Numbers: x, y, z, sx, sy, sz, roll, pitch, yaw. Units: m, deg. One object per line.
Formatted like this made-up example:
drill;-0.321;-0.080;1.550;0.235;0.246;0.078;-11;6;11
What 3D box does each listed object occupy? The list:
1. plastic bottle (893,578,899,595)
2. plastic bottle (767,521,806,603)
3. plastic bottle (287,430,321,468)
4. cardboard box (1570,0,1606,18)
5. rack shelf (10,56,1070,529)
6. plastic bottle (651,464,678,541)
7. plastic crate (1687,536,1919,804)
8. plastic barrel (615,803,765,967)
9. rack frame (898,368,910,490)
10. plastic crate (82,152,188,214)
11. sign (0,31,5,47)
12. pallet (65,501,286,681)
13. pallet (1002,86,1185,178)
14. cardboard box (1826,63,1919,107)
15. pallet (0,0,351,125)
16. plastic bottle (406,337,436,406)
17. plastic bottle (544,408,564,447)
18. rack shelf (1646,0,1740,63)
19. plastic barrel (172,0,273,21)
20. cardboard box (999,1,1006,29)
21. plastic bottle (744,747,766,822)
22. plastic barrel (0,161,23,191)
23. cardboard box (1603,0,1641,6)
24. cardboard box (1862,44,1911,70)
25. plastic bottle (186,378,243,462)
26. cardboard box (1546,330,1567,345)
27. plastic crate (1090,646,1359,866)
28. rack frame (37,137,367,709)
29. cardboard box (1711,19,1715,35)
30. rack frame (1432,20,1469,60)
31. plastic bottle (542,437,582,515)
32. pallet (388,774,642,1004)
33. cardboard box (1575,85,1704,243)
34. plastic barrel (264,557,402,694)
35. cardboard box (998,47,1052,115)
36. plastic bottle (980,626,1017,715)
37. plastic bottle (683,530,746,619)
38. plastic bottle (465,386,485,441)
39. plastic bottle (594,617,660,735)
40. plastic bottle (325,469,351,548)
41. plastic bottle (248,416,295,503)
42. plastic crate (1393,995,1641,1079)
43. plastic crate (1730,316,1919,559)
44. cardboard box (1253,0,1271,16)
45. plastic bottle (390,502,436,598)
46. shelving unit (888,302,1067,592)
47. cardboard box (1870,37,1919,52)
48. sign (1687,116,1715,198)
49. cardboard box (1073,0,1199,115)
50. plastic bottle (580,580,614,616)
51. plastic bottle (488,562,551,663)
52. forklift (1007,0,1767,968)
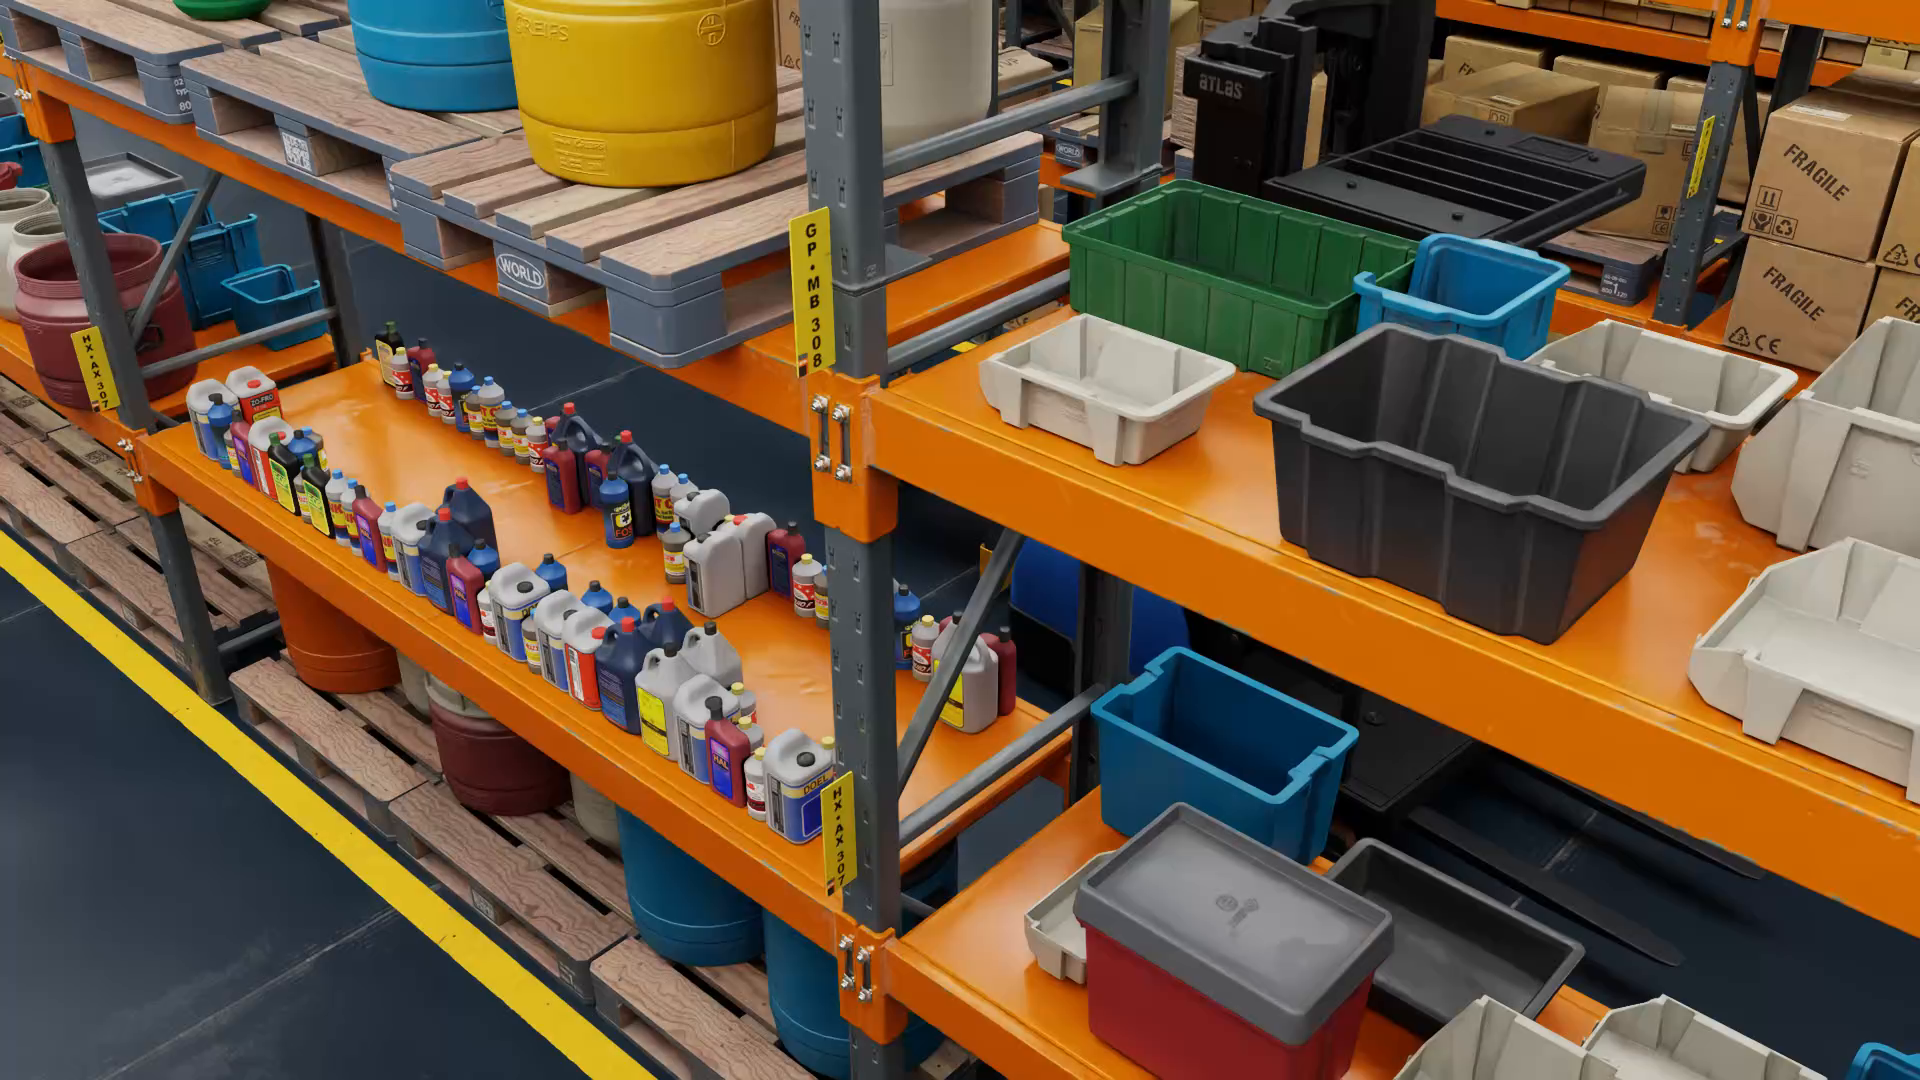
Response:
plastic bottle;-0.272;0.224;5.089;0.135;0.276;0.152;25;39;35
plastic bottle;-0.558;0.056;5.361;0.133;0.283;0.061;25;39;35
plastic bottle;-2.324;-0.265;5.906;0.097;0.271;0.097;0;31;0
cardboard box;4.646;-3.926;12.088;0.250;0.149;0.380;26;40;36
rack shelf;-1.397;-1.065;4.900;4.000;0.370;1.077;25;39;35
plastic bottle;-0.999;-0.132;5.686;0.097;0.271;0.097;0;31;0
plastic crate;1.354;0.196;2.364;0.530;0.136;0.437;25;39;35
plastic barrel;-0.831;0.883;5.502;0.708;0.901;0.600;25;39;35
rack frame;-0.440;-0.848;8.204;0.032;1.500;0.500;25;39;35
plastic crate;-3.872;-1.484;7.745;0.583;0.464;0.402;25;39;35
sign;-3.243;-1.808;5.538;0.005;0.325;0.100;25;39;35
pallet;-3.428;0.131;7.827;1.213;0.211;1.003;25;39;35
pallet;0.997;-2.383;9.487;1.003;0.211;1.213;25;39;35
cardboard box;3.962;-1.684;7.073;0.500;0.500;0.500;25;39;35
pallet;-2.378;-1.683;5.411;1.213;0.211;1.003;25;39;35
plastic bottle;-2.122;-0.674;6.574;0.133;0.283;0.061;25;39;35
plastic bottle;-1.446;-0.358;6.050;0.133;0.283;0.061;25;39;35
rack shelf;1.930;-2.958;8.045;4.000;0.370;1.077;25;39;35
plastic barrel;-2.248;-1.724;5.041;0.294;0.245;0.294;0;31;0
cardboard box;0.386;-5.102;16.137;0.250;0.166;0.380;20;36;29
plastic bottle;-0.527;0.646;4.460;0.097;0.201;0.097;0;31;0
plastic barrel;-4.418;-1.405;7.543;0.433;0.535;0.433;0;31;0
cardboard box;4.706;-4.125;11.789;0.500;0.500;0.500;25;39;35
cardboard box;6.091;-3.173;10.836;0.250;0.149;0.380;26;40;36
plastic bottle;-2.775;-0.454;6.216;0.135;0.276;0.152;25;39;35
cardboard box;2.815;-0.848;8.747;0.500;0.500;0.500;26;39;36
plastic crate;0.661;0.616;4.276;0.575;0.384;0.392;25;39;35
rack frame;-2.879;-0.781;6.638;0.127;3.000;1.000;25;39;35
cardboard box;5.381;-3.551;11.464;0.250;0.149;0.380;24;38;34
rack frame;3.769;-4.569;12.931;0.127;3.000;1.000;25;39;35
plastic bottle;-1.405;-0.239;5.852;0.133;0.283;0.061;25;39;35
pallet;-1.367;1.093;6.229;1.213;0.211;1.003;25;39;35
cardboard box;3.212;-1.761;7.763;0.500;0.500;0.700;12;33;19
plastic barrel;-2.505;0.132;6.819;0.708;0.830;0.600;25;39;35
cardboard box;0.207;-2.778;10.042;0.500;0.311;0.500;-27;40;-37
plastic bottle;0.101;0.364;4.851;0.133;0.283;0.061;25;39;35
plastic bottle;-0.790;0.089;5.314;0.135;0.276;0.152;25;39;35
plastic bottle;-1.832;-0.491;6.349;0.097;0.201;0.097;0;31;0
plastic bottle;-0.952;0.368;4.778;0.185;0.351;0.144;25;39;35
plastic bottle;-2.095;-0.115;5.658;0.097;0.271;0.097;0;31;0
plastic bottle;-2.432;-0.294;5.950;0.135;0.276;0.152;25;39;35
plastic crate;1.095;1.228;3.359;0.530;0.282;0.437;25;39;35
plastic crate;1.616;-0.131;2.766;0.530;0.282;0.437;25;39;35
cardboard box;2.819;-4.458;14.017;0.500;0.250;0.500;26;40;36
plastic bottle;-1.747;0.026;5.419;0.135;0.276;0.152;25;39;35
shelving unit;-0.057;-0.669;7.907;1.083;1.500;0.587;25;39;35
cardboard box;6.223;-3.427;10.629;0.500;0.500;0.500;24;39;34
sign;3.043;-1.572;6.830;0.005;0.325;0.100;25;39;35
cardboard box;0.990;-2.721;9.358;0.500;0.500;0.700;12;33;19
plastic bottle;-1.097;0.244;5.060;0.097;0.271;0.097;0;31;0
plastic bottle;-1.339;0.216;5.103;0.135;0.276;0.152;25;39;35
forklift;1.576;-0.346;5.983;1.130;2.935;3.031;-26;39;-36
